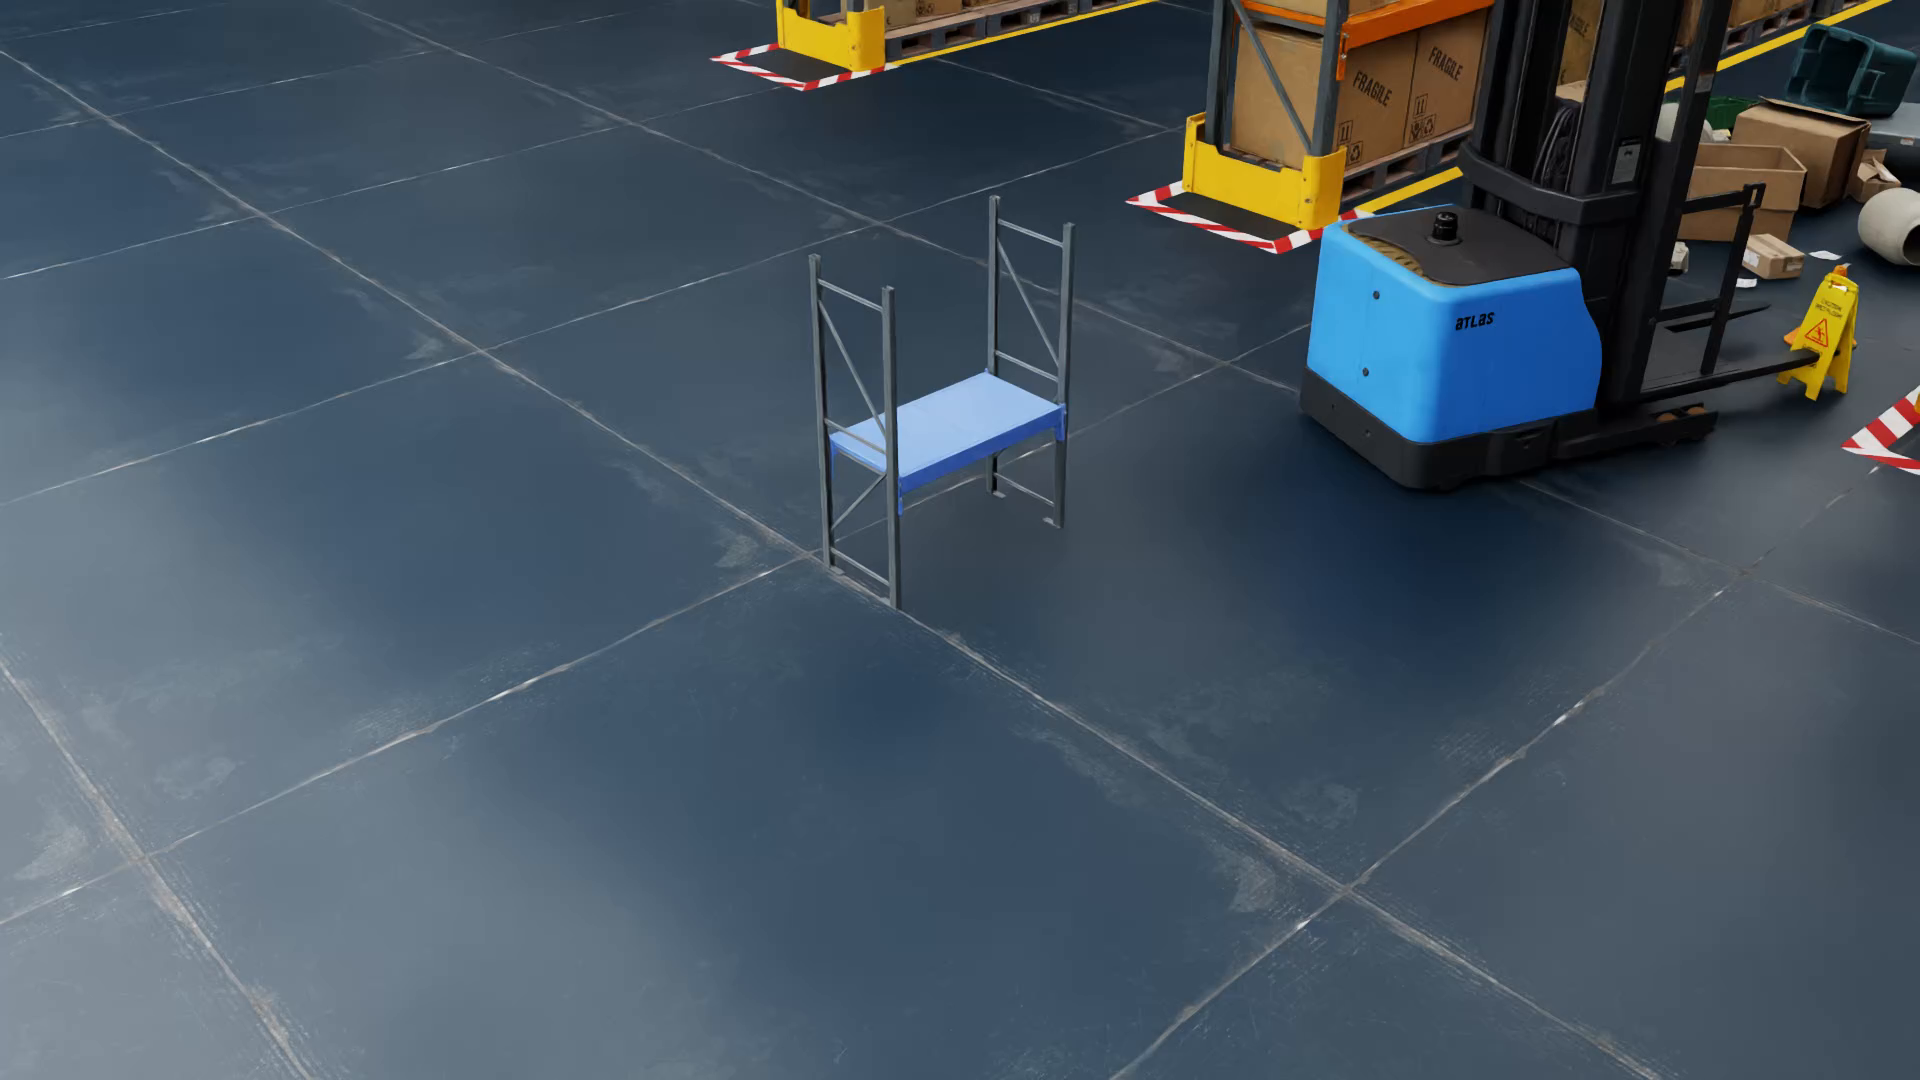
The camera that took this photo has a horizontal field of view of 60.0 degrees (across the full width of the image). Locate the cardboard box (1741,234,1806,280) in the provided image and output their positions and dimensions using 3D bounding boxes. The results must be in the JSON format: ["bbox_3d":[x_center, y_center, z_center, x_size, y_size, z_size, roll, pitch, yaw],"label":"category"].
[{"bbox_3d":[5.122,-1.797,10.547,0.250,0.149,0.380,-7,32,-11],"label":"cardboard box"}]

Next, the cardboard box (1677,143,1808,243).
[{"bbox_3d":[5.101,-2.303,11.033,0.797,0.503,0.637,4,32,6],"label":"cardboard box"}]

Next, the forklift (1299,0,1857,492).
[{"bbox_3d":[3.355,-1.974,8.168,3.031,2.935,1.130,-12,33,-19],"label":"forklift"}]

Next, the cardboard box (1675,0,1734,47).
[{"bbox_3d":[6.132,-4.867,14.589,0.750,0.750,1.050,-26,40,-35],"label":"cardboard box"}]

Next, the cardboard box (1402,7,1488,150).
[{"bbox_3d":[3.191,-3.485,12.209,0.875,0.875,0.875,-27,40,-36],"label":"cardboard box"}]

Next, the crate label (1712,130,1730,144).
[{"bbox_3d":[5.627,-2.981,12.494,0.298,0.136,0.250,4,32,6],"label":"crate label"}]

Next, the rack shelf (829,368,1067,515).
[{"bbox_3d":[-0.063,-0.456,7.403,1.000,0.185,0.538,-26,40,-35],"label":"rack shelf"}]

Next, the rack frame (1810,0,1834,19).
[{"bbox_3d":[7.961,-6.472,15.458,0.127,3.000,1.000,-26,40,-35],"label":"rack frame"}]

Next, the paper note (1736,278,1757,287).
[{"bbox_3d":[4.874,-1.606,10.348,0.148,0.019,0.142,15,34,23],"label":"paper note"}]

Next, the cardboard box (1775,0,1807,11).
[{"bbox_3d":[7.453,-5.509,15.638,0.750,0.750,1.050,-26,40,-36],"label":"cardboard box"}]

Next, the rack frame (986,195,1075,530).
[{"bbox_3d":[0.310,-0.790,7.604,0.032,1.500,0.500,-26,40,-35],"label":"rack frame"}]

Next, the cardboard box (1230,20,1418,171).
[{"bbox_3d":[2.547,-3.172,11.697,0.875,0.875,0.875,-26,40,-35],"label":"cardboard box"}]

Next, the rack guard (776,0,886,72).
[{"bbox_3d":[-1.148,-4.528,14.675,0.348,0.500,1.175,-26,40,-35],"label":"rack guard"}]

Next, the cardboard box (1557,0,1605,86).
[{"bbox_3d":[4.519,-4.129,13.261,0.875,0.875,0.875,-25,39,-35],"label":"cardboard box"}]

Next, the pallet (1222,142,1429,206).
[{"bbox_3d":[2.628,-2.758,12.058,1.213,0.211,1.003,-26,40,-35],"label":"pallet"}]

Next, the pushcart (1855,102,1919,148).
[{"bbox_3d":[6.881,-2.931,12.181,1.648,0.377,0.936,15,34,23],"label":"pushcart"}]

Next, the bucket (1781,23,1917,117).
[{"bbox_3d":[6.496,-3.374,12.074,0.620,0.611,0.726,-3,30,-25],"label":"bucket"}]

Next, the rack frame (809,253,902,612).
[{"bbox_3d":[-0.435,-0.429,7.014,0.032,1.500,0.500,-26,40,-35],"label":"rack frame"}]

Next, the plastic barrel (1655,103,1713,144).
[{"bbox_3d":[5.239,-2.964,12.192,0.421,0.421,0.512,-1,31,-2],"label":"plastic barrel"}]

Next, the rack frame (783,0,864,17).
[{"bbox_3d":[-1.204,-5.567,13.979,0.127,3.000,1.000,-26,40,-35],"label":"rack frame"}]

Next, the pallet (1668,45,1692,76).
[{"bbox_3d":[5.542,-4.166,14.360,1.213,0.211,1.003,-26,40,-35],"label":"pallet"}]

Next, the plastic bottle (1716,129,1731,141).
[{"bbox_3d":[5.851,-3.124,12.800,0.133,0.061,0.283,9,33,15],"label":"plastic bottle"}]

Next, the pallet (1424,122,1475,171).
[{"bbox_3d":[3.522,-3.188,12.762,1.213,0.211,1.003,-26,40,-35],"label":"pallet"}]

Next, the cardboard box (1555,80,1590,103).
[{"bbox_3d":[4.587,-3.044,12.247,0.500,0.500,0.500,-19,36,-28],"label":"cardboard box"}]

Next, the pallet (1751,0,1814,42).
[{"bbox_3d":[7.332,-5.031,15.775,1.213,0.211,1.003,-26,40,-35],"label":"pallet"}]

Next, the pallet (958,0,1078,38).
[{"bbox_3d":[0.366,-5.110,15.904,1.213,0.211,1.003,-26,40,-35],"label":"pallet"}]

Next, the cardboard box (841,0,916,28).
[{"bbox_3d":[-0.734,-4.895,14.873,0.500,0.500,0.500,-18,36,-27],"label":"cardboard box"}]

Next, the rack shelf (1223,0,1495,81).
[{"bbox_3d":[3.561,-4.036,12.165,4.000,0.370,1.077,-26,40,-35],"label":"rack shelf"}]

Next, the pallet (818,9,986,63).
[{"bbox_3d":[-0.528,-4.679,15.200,1.213,0.211,1.003,-26,40,-35],"label":"pallet"}]

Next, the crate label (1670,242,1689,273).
[{"bbox_3d":[4.503,-1.807,10.575,0.250,0.136,0.298,9,33,15],"label":"crate label"}]

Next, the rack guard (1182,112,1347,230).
[{"bbox_3d":[2.077,-2.559,11.456,0.348,0.500,1.175,-26,40,-35],"label":"rack guard"}]

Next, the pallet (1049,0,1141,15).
[{"bbox_3d":[1.261,-5.545,16.615,1.213,0.211,1.003,-26,40,-35],"label":"pallet"}]

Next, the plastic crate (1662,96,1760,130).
[{"bbox_3d":[5.791,-3.315,12.936,0.662,0.188,0.450,-7,22,-11],"label":"plastic crate"}]

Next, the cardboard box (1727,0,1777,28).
[{"bbox_3d":[6.814,-5.198,15.129,0.750,0.750,1.050,-25,39,-35],"label":"cardboard box"}]

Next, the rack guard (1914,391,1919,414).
[{"bbox_3d":[5.590,-0.737,8.476,0.348,0.500,1.175,-26,40,-35],"label":"rack guard"}]

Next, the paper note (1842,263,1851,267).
[{"bbox_3d":[5.639,-1.746,10.596,0.123,0.001,0.032,-26,40,-35],"label":"paper note"}]

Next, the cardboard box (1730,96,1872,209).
[{"bbox_3d":[5.781,-2.695,11.546,0.503,0.637,0.797,-26,40,-35],"label":"cardboard box"}]

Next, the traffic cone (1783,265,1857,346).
[{"bbox_3d":[4.973,-1.340,9.498,0.334,0.463,0.336,-26,40,-35],"label":"traffic cone"}]

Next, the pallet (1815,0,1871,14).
[{"bbox_3d":[8.535,-5.559,16.638,1.213,0.211,1.003,-26,40,-35],"label":"pallet"}]

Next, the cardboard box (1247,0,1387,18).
[{"bbox_3d":[2.336,-3.847,11.022,0.550,0.550,0.875,-26,40,-35],"label":"cardboard box"}]

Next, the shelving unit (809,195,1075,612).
[{"bbox_3d":[-0.063,-0.610,7.309,1.048,1.500,0.538,-26,40,-35],"label":"shelving unit"}]

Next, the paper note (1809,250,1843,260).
[{"bbox_3d":[5.599,-1.845,10.749,0.142,0.019,0.148,-12,34,-19],"label":"paper note"}]

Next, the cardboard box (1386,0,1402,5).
[{"bbox_3d":[2.724,-4.050,11.355,0.550,0.550,0.875,-26,40,-35],"label":"cardboard box"}]

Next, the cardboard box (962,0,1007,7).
[{"bbox_3d":[0.153,-5.335,15.593,0.500,0.500,0.500,-22,38,-31],"label":"cardboard box"}]

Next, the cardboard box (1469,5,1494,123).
[{"bbox_3d":[3.861,-3.808,12.736,0.875,0.875,0.875,-25,40,-35],"label":"cardboard box"}]

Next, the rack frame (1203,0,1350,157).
[{"bbox_3d":[2.095,-3.634,10.817,0.127,3.000,1.000,-26,40,-35],"label":"rack frame"}]

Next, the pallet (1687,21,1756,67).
[{"bbox_3d":[6.437,-4.601,15.071,1.213,0.211,1.003,-26,40,-35],"label":"pallet"}]

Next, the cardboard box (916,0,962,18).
[{"bbox_3d":[-0.319,-5.120,15.241,0.500,0.500,0.500,-15,35,-23],"label":"cardboard box"}]

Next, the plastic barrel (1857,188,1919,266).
[{"bbox_3d":[6.020,-1.989,10.597,0.421,0.421,0.512,-1,31,-2],"label":"plastic barrel"}]

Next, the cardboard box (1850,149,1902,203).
[{"bbox_3d":[6.411,-2.561,11.683,0.258,0.266,0.396,4,32,6],"label":"cardboard box"}]

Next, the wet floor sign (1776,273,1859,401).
[{"bbox_3d":[4.668,-1.114,8.953,0.232,0.644,0.267,-12,34,-19],"label":"wet floor sign"}]
